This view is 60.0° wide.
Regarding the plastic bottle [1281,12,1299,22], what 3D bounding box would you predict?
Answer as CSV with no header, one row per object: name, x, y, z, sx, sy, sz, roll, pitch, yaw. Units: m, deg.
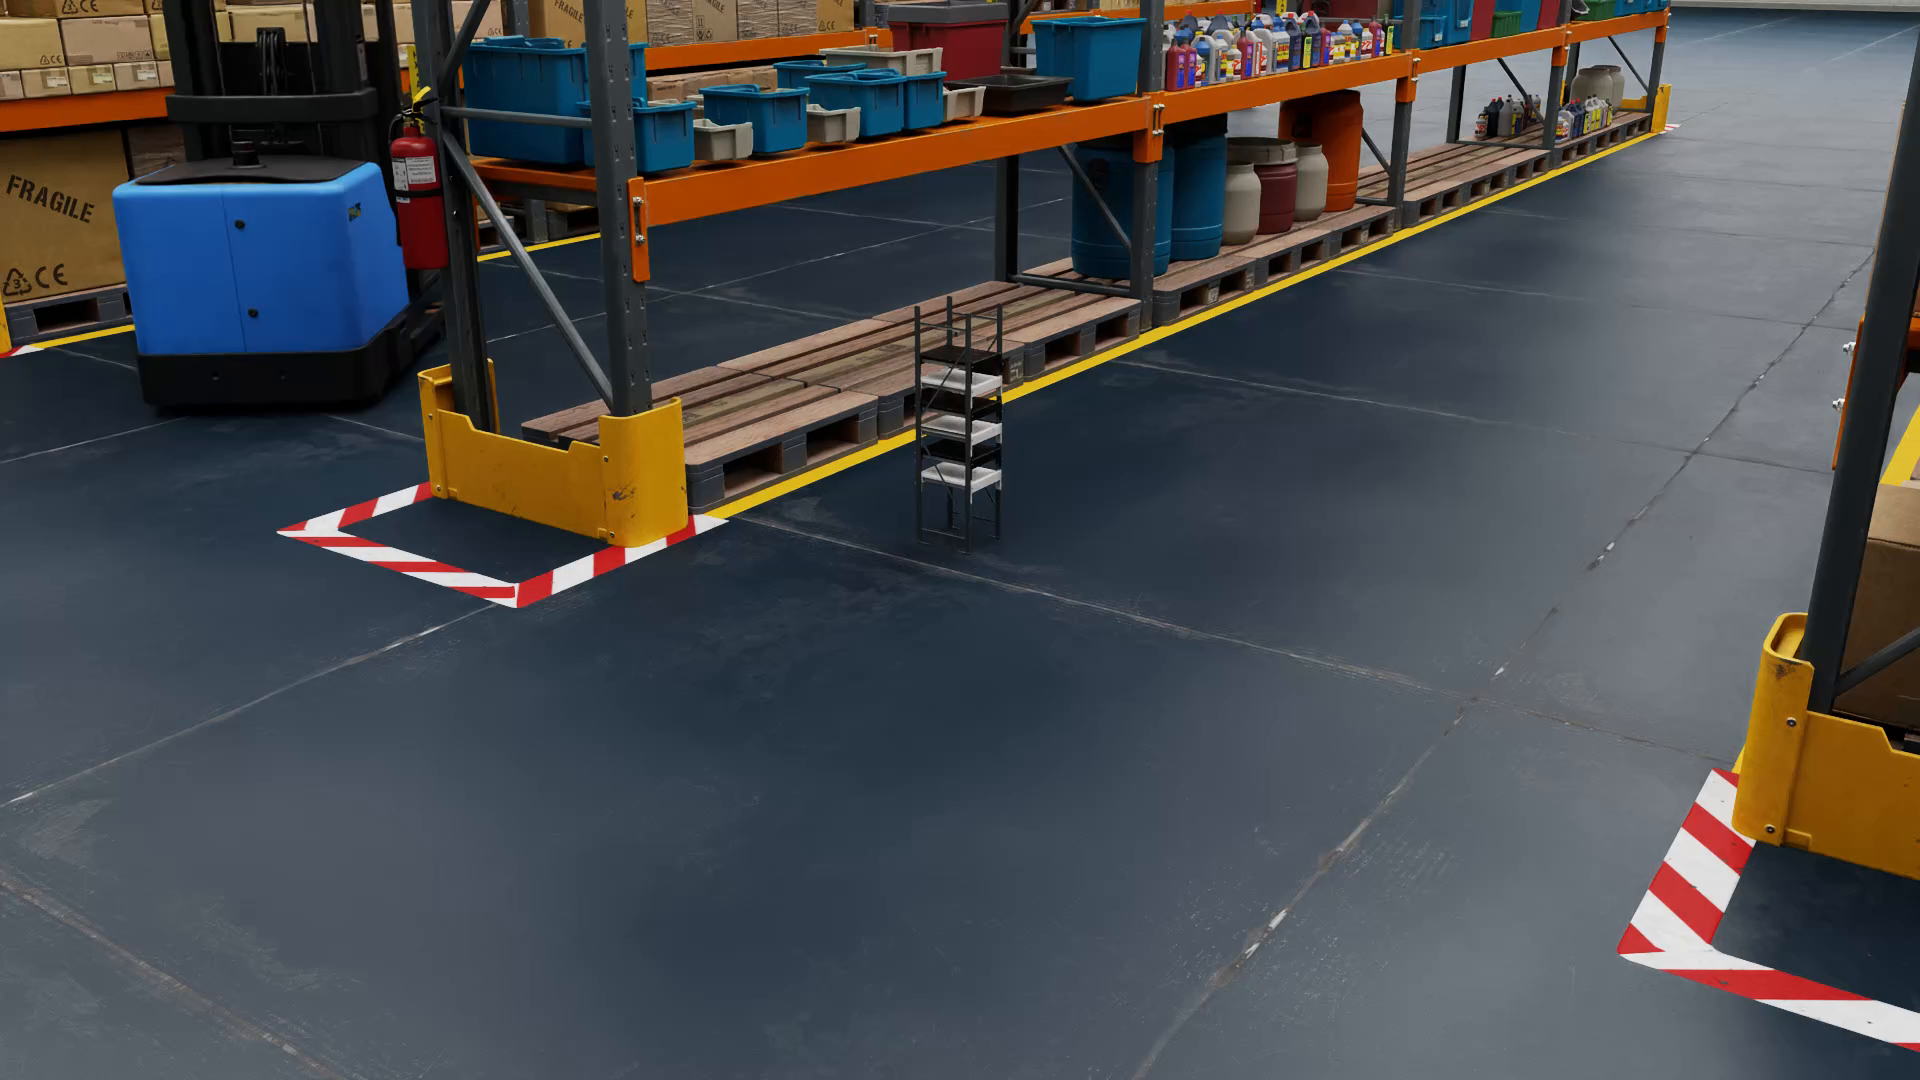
plastic bottle,2.387,-3.717,12.169,0.152,0.276,0.135,13,24,32

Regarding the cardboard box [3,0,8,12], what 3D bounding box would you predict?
cardboard box,-7.823,-4.495,13.520,0.500,0.500,0.500,13,24,30

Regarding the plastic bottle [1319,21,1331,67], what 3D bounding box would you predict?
plastic bottle,2.381,-3.255,10.908,0.061,0.283,0.133,13,24,32

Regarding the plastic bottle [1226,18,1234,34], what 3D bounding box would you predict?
plastic bottle,1.835,-3.450,11.453,0.097,0.271,0.097,0,20,0

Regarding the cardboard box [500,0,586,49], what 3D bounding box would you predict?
cardboard box,-2.982,-3.785,12.029,0.500,0.500,0.500,13,24,32

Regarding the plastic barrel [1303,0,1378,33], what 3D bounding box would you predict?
plastic barrel,2.908,-4.093,12.809,0.600,0.536,0.708,13,24,32

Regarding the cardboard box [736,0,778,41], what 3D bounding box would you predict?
cardboard box,-1.845,-4.368,13.605,0.500,0.500,0.500,12,24,30

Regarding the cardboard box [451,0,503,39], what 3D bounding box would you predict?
cardboard box,-3.478,-3.546,11.315,0.500,0.250,0.500,13,24,31

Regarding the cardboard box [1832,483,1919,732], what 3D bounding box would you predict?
cardboard box,2.597,0.188,4.402,0.500,0.500,0.500,13,24,32

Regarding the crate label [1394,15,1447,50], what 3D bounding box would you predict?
crate label,3.445,-3.806,12.471,0.303,0.233,0.416,13,24,32

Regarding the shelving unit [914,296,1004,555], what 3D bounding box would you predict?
shelving unit,-0.005,-0.420,6.103,0.258,0.900,0.210,13,24,32

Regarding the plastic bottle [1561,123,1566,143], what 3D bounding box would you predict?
plastic bottle,5.745,-3.913,15.920,0.097,0.201,0.097,0,20,0

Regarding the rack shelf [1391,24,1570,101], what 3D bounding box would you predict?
rack shelf,4.022,-4.073,13.989,1.077,0.370,4.000,13,24,32

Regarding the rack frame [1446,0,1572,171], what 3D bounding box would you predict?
rack frame,5.146,-4.984,15.416,1.000,3.000,0.127,13,24,32

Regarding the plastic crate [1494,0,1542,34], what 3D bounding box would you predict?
plastic crate,4.784,-4.600,14.399,0.392,0.384,0.575,13,24,32

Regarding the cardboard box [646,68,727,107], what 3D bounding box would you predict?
cardboard box,-2.602,-3.299,13.318,1.225,0.875,0.875,12,24,30

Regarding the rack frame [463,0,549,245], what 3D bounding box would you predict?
rack frame,-3.447,-3.655,11.822,1.000,3.000,0.127,13,24,32

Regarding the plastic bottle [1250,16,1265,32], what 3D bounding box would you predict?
plastic bottle,2.090,-3.542,11.704,0.097,0.271,0.097,0,20,0

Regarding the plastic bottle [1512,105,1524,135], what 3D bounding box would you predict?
plastic bottle,5.515,-4.187,16.554,0.152,0.276,0.135,13,24,32

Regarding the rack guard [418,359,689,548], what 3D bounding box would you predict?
rack guard,-1.602,-0.359,6.516,1.175,0.500,0.348,13,24,32

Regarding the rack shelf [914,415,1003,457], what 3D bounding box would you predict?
rack shelf,-0.005,-0.388,6.114,0.258,0.077,0.200,13,24,32

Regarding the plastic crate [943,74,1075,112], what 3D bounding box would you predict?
plastic crate,0.242,-2.214,8.238,0.437,0.125,0.590,13,24,32

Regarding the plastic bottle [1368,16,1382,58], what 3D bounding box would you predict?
plastic bottle,2.894,-3.516,11.616,0.061,0.283,0.133,13,24,32

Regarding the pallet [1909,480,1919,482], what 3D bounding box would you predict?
pallet,3.672,0.135,5.597,1.003,0.211,1.213,13,24,32

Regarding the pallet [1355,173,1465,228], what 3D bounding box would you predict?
pallet,3.365,-2.743,13.377,1.003,0.211,1.213,13,24,32

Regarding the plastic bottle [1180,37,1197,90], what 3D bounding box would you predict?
plastic bottle,1.283,-2.694,9.394,0.061,0.283,0.133,13,24,32

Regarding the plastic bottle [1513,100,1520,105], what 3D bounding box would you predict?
plastic bottle,5.654,-4.348,16.987,0.152,0.276,0.135,14,24,33

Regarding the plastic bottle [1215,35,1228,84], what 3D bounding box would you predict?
plastic bottle,1.518,-2.820,9.750,0.097,0.271,0.097,0,20,0

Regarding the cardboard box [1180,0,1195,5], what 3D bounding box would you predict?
cardboard box,2.553,-6.407,19.625,0.380,0.149,0.250,13,24,32

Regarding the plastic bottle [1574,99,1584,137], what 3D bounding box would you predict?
plastic bottle,6.050,-4.153,16.353,0.144,0.351,0.185,12,24,30

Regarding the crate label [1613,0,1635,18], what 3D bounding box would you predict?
crate label,6.584,-5.568,16.942,0.502,0.435,0.616,13,24,32

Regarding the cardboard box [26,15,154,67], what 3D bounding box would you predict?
cardboard box,-4.916,-2.812,9.330,0.500,0.250,0.500,13,24,31

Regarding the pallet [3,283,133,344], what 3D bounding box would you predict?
pallet,-5.311,-1.444,9.864,1.003,0.211,1.213,13,24,32

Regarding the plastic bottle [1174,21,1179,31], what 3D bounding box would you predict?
plastic bottle,1.391,-3.240,10.869,0.061,0.283,0.133,13,24,32

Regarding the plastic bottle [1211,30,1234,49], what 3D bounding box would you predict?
plastic bottle,1.619,-2.984,10.188,0.152,0.276,0.135,13,24,32

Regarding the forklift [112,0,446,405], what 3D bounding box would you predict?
forklift,-3.442,-2.471,8.719,1.130,2.935,3.031,-2,20,-5

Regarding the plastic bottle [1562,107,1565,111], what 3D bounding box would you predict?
plastic bottle,5.925,-4.127,16.396,0.097,0.271,0.097,0,20,0

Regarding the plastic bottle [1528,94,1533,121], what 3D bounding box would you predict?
plastic bottle,5.976,-4.543,17.505,0.061,0.283,0.133,14,24,33

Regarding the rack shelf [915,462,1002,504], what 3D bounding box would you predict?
rack shelf,-0.005,-0.220,6.177,0.258,0.077,0.200,13,24,32

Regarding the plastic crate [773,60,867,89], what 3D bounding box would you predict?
plastic crate,-0.657,-2.130,7.854,0.416,0.233,0.300,13,24,32

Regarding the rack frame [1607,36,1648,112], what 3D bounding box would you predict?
rack frame,7.392,-6.132,18.520,0.949,2.616,0.053,13,24,32

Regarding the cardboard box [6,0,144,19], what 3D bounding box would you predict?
cardboard box,-4.921,-3.156,9.181,0.500,0.500,0.500,13,24,31

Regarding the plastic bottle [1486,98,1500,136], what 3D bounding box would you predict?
plastic bottle,5.270,-4.189,16.450,0.144,0.351,0.185,13,24,30

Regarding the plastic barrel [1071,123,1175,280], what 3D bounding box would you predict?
plastic barrel,0.969,-2.054,9.914,0.600,0.901,0.708,13,24,32

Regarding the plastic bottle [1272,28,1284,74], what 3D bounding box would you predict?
plastic bottle,1.963,-3.047,10.364,0.097,0.271,0.097,0,20,0

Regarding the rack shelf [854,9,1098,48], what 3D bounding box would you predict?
rack shelf,-0.074,-5.039,16.601,1.077,0.370,4.000,13,24,32

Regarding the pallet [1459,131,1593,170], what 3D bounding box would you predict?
pallet,5.558,-3.861,16.398,1.003,0.211,1.213,13,24,32

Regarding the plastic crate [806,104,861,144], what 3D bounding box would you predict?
plastic crate,-0.558,-1.723,6.892,0.250,0.136,0.298,13,24,32

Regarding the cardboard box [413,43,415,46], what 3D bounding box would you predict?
cardboard box,-3.636,-3.238,11.057,0.380,0.149,0.250,13,24,31

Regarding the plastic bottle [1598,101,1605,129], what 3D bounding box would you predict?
plastic bottle,6.483,-4.342,16.970,0.152,0.276,0.135,13,24,30

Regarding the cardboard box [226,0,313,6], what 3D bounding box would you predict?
cardboard box,-4.500,-3.698,10.645,0.500,0.500,0.500,12,24,30

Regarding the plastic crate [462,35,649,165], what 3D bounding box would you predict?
plastic crate,-1.565,-1.718,6.449,0.616,0.435,0.499,13,24,32

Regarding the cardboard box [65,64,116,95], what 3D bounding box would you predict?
cardboard box,-4.936,-2.574,9.262,0.380,0.149,0.250,13,24,31

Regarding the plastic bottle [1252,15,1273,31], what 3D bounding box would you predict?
plastic bottle,2.127,-3.584,11.810,0.152,0.276,0.135,13,24,32

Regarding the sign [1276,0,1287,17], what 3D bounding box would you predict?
sign,2.439,-4.018,12.569,0.100,0.325,0.005,13,24,32

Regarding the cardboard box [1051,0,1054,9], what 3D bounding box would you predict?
cardboard box,0.928,-5.951,18.392,0.380,0.149,0.250,13,24,32

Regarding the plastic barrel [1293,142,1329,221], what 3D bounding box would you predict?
plastic barrel,2.393,-2.543,11.798,0.421,0.512,0.421,0,20,0

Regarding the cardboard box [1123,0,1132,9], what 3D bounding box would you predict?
cardboard box,1.689,-5.982,18.474,0.380,0.149,0.250,13,24,32

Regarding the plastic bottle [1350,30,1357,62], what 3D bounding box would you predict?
plastic bottle,2.649,-3.365,11.323,0.097,0.201,0.097,0,20,0
